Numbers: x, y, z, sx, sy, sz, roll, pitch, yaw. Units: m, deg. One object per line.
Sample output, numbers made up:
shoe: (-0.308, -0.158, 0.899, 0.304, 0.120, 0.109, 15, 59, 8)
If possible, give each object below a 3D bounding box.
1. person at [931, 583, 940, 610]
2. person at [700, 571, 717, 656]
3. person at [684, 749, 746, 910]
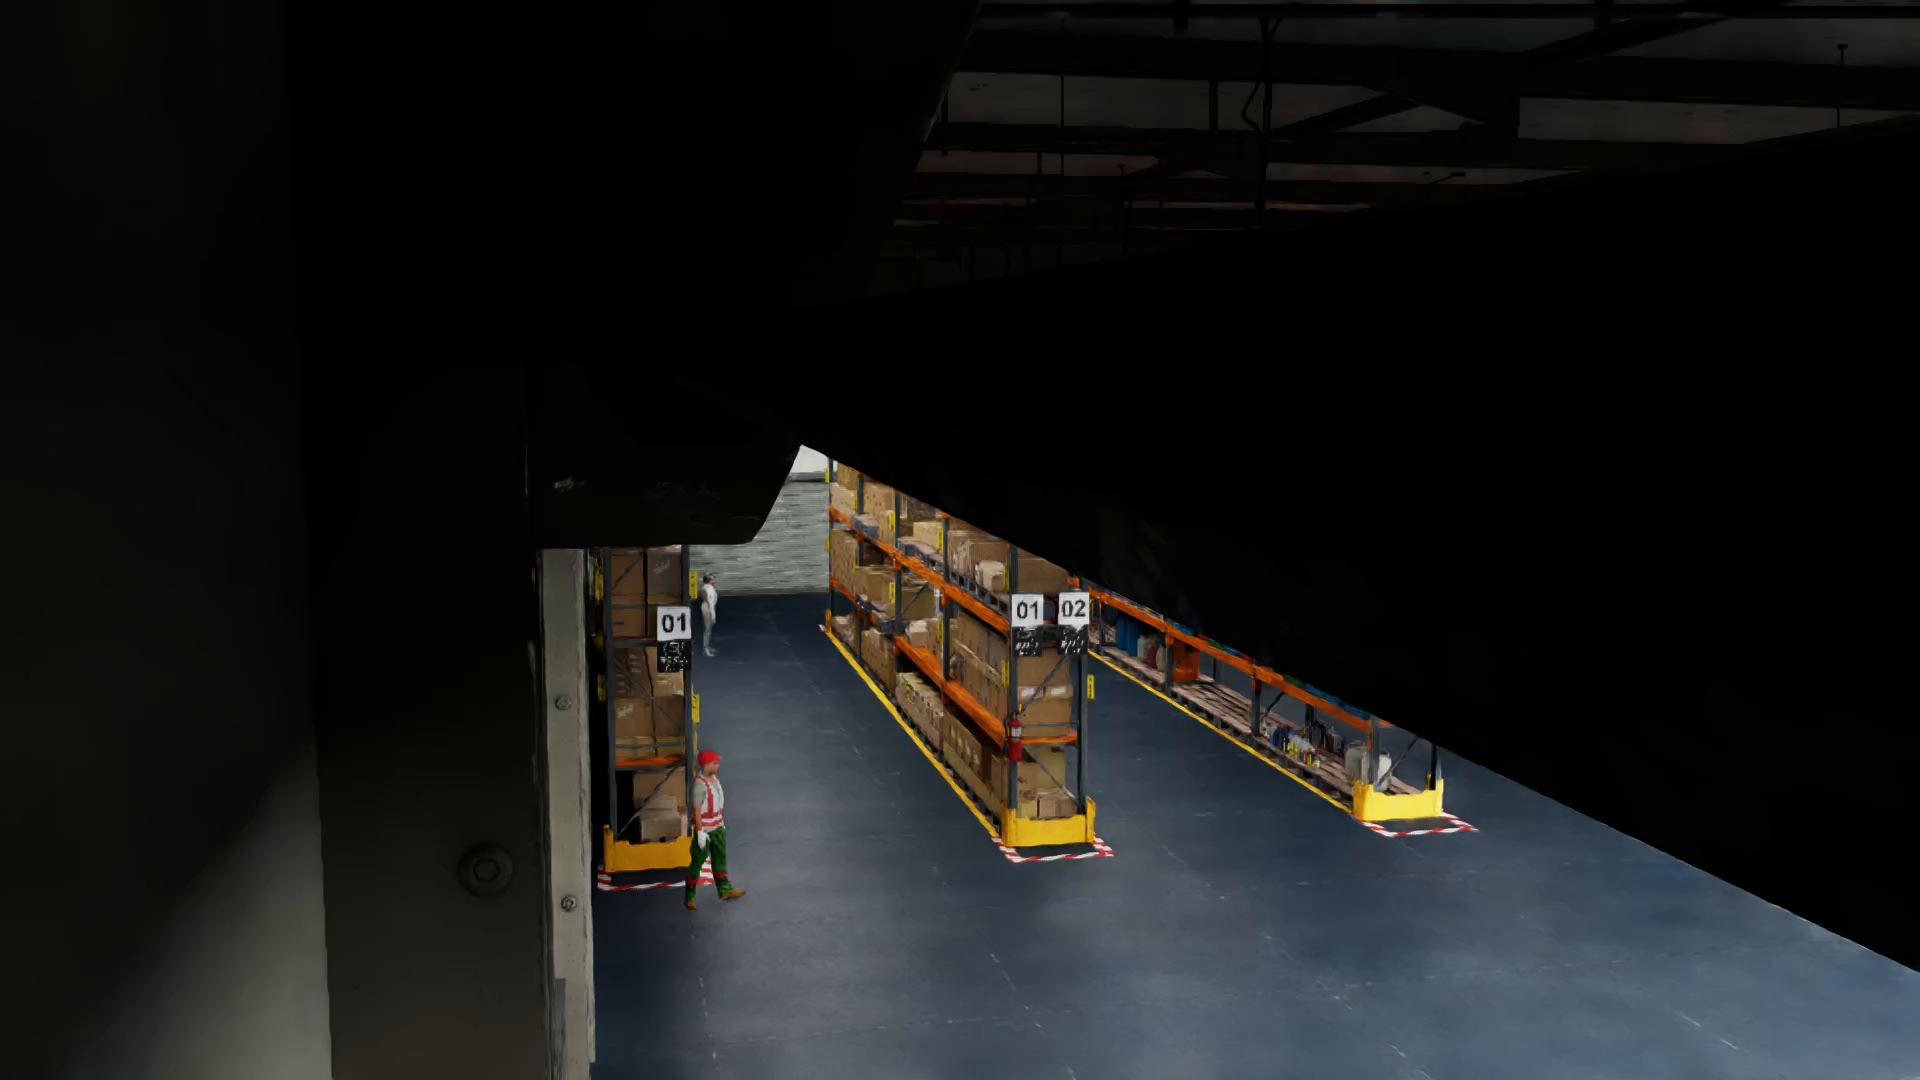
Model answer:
person: (-0.645, 1.222, 35.877, 0.702, 1.735, 0.549, -2, 7, -14)
person: (-5.095, 1.476, 33.756, 0.360, 1.688, 0.608, -3, 7, -21)
person: (-2.809, 3.217, 18.700, 0.528, 1.785, 0.702, 3, 7, 20)
